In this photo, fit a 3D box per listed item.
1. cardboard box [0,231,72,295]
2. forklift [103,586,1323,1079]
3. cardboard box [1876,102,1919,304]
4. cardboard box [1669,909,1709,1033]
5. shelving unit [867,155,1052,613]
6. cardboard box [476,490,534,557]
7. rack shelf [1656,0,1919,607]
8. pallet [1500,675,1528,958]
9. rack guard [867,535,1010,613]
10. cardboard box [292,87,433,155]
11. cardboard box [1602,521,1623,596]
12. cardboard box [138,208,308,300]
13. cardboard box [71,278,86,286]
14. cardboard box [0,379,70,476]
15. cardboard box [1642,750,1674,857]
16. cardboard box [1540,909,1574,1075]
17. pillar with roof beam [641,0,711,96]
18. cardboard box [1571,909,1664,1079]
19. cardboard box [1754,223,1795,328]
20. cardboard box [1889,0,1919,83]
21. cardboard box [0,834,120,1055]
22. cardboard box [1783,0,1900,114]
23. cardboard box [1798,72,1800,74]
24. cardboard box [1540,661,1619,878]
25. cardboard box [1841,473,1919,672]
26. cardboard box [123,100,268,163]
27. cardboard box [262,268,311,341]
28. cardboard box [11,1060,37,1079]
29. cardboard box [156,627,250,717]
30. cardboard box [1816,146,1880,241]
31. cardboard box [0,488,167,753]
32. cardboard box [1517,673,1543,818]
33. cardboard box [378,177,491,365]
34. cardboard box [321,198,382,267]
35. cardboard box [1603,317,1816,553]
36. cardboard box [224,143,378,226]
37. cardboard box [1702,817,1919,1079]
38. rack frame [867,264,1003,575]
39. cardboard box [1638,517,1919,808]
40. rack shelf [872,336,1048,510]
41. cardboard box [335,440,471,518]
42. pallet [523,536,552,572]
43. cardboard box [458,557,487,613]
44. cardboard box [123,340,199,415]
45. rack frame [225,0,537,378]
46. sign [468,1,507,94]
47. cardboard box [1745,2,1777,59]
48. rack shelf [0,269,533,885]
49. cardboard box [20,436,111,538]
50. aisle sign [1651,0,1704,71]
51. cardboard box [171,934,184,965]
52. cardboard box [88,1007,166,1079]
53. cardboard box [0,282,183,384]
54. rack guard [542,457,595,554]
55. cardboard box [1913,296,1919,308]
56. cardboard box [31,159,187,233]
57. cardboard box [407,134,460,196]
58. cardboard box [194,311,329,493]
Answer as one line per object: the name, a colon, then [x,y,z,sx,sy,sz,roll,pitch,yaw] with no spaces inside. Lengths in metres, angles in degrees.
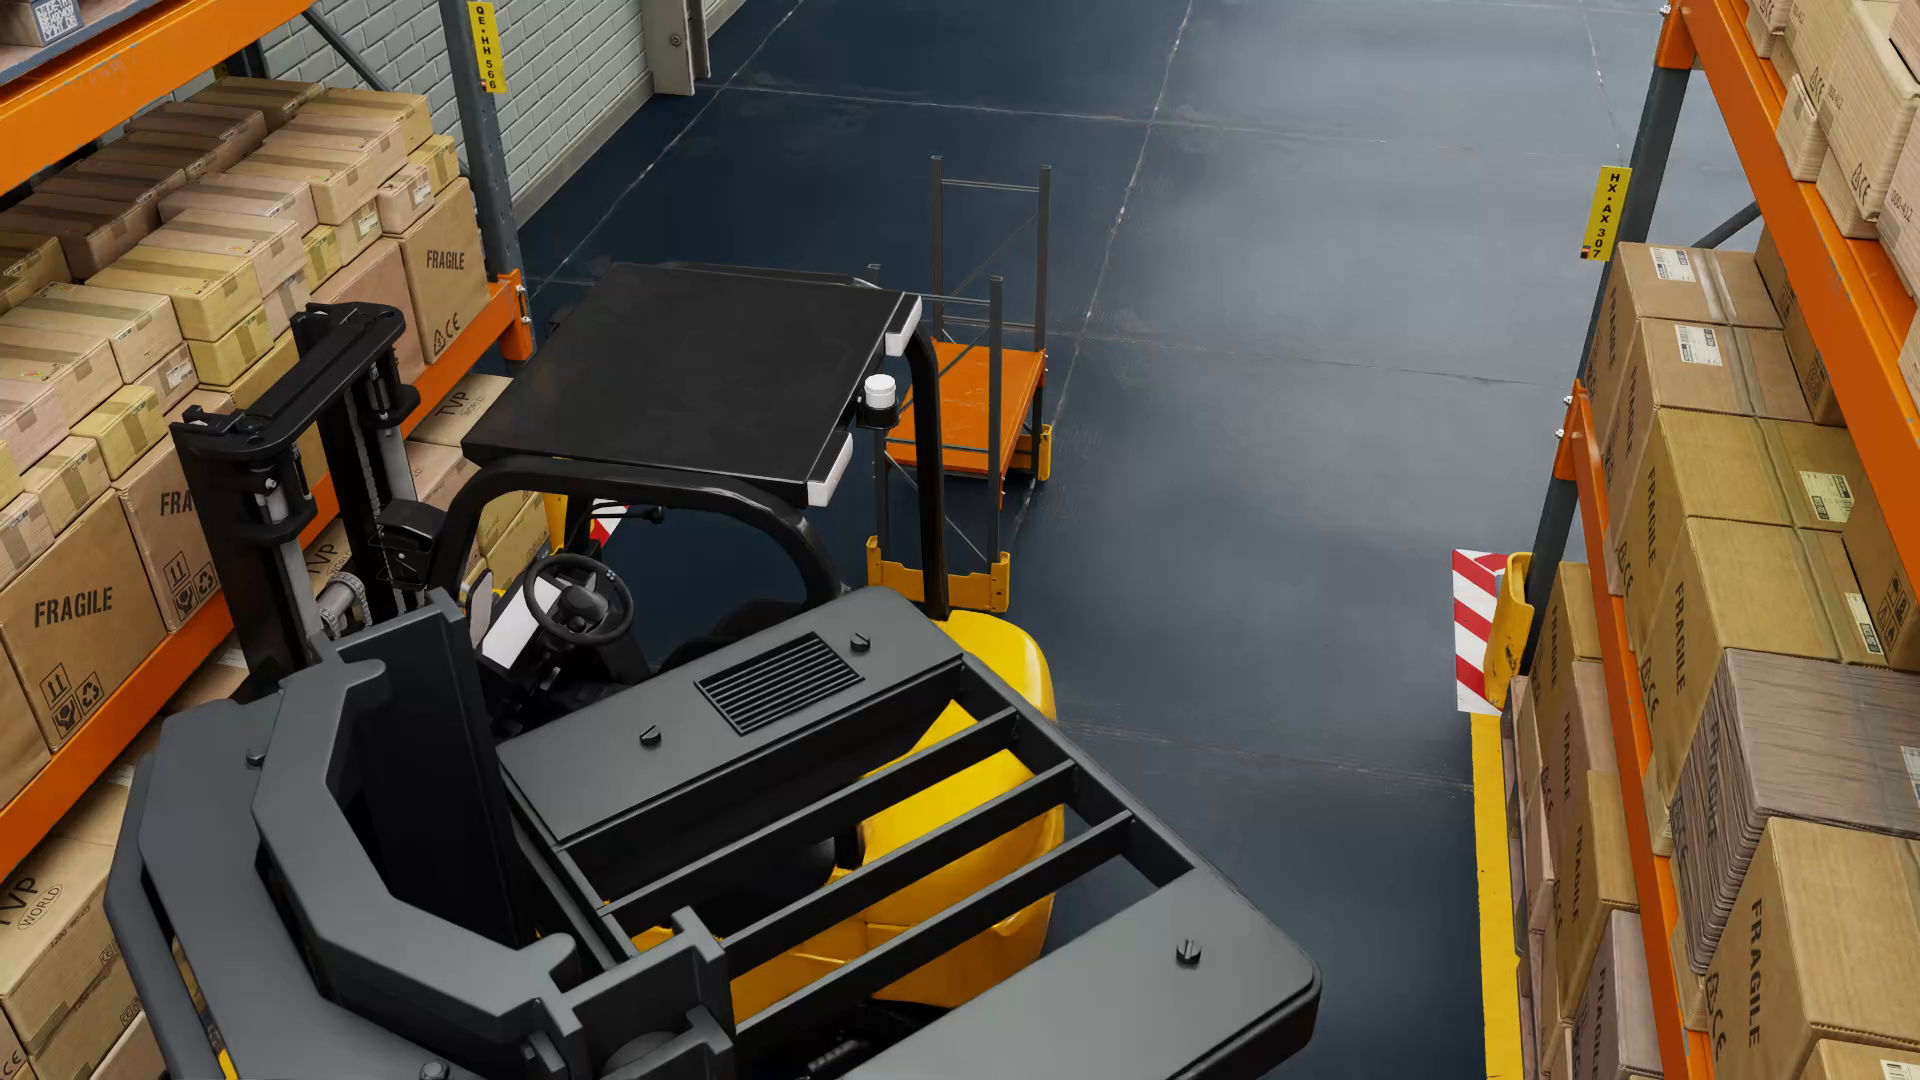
cardboard box: [-2.875,-0.790,4.892,0.380,0.149,0.250,6,36,9]
forklift: [-0.188,1.312,2.943,3.031,2.935,1.130,-23,42,-28]
cardboard box: [1.845,-0.491,2.690,0.500,0.250,0.500,7,36,9]
cardboard box: [1.768,0.947,3.602,0.380,0.149,0.250,7,36,9]
shelving unit: [0.016,-0.651,6.870,0.587,1.500,1.083,7,37,10]
cardboard box: [-2.011,-0.204,6.535,0.500,0.250,0.500,7,36,9]
rack shelf: [2.211,-0.420,3.330,1.077,0.370,4.000,7,37,10]
pallet: [2.414,0.991,5.703,1.003,0.211,1.213,7,37,10]
rack guard: [-0.090,0.141,6.843,0.587,0.250,0.087,7,37,10]
cardboard box: [-2.083,-1.455,5.810,0.380,0.149,0.250,7,37,10]
cardboard box: [2.088,0.056,4.831,0.380,0.149,0.250,8,37,11]
cardboard box: [-2.207,-0.860,4.988,0.380,0.149,0.250,8,37,11]
cardboard box: [-2.828,-0.830,5.202,0.380,0.149,0.250,8,37,10]
cardboard box: [-2.511,-0.287,4.199,0.380,0.149,0.250,7,37,10]
cardboard box: [1.872,0.652,4.009,0.380,0.149,0.250,8,37,10]
cardboard box: [1.975,1.334,4.838,0.500,0.250,0.500,10,37,13]
pillar with roof beam: [2.246,-6.306,8.283,9.100,9.000,0.400,7,37,10]
cardboard box: [1.863,1.333,4.202,0.500,0.500,0.500,9,37,12]
cardboard box: [2.742,-0.889,4.729,0.700,0.500,0.500,6,36,9]
cardboard box: [1.876,-0.895,2.908,0.380,0.149,0.250,8,37,11]
cardboard box: [-2.537,1.039,4.394,0.500,0.250,0.500,7,37,10]
cardboard box: [2.067,-1.076,3.496,0.500,0.250,0.500,8,37,11]
cardboard box: [2.109,-0.999,3.731,0.380,0.149,0.250,6,36,9]
cardboard box: [2.084,0.738,5.021,0.500,0.500,0.500,6,36,8]
cardboard box: [2.376,-0.025,3.538,0.700,0.500,0.500,7,37,10]
cardboard box: [-2.610,-1.376,5.701,0.380,0.149,0.250,9,37,12]
cardboard box: [-2.228,-0.741,5.079,0.380,0.149,0.250,6,36,8]
cardboard box: [-2.661,1.532,4.139,0.500,0.250,0.500,7,37,10]
cardboard box: [-2.323,0.452,5.203,0.500,0.250,0.500,7,36,9]
cardboard box: [1.961,-0.709,3.330,0.380,0.149,0.250,6,36,9]
cardboard box: [-2.514,0.177,4.365,0.500,0.500,0.500,7,37,10]
cardboard box: [2.195,0.728,5.675,0.500,0.250,0.500,7,37,10]
cardboard box: [-2.061,-0.988,5.973,0.500,0.500,0.500,7,36,9]
cardboard box: [-2.153,-1.041,5.492,0.380,0.149,0.250,8,37,11]
cardboard box: [2.158,-0.270,4.728,0.500,0.500,0.500,8,37,11]
cardboard box: [-2.134,-1.156,5.398,0.380,0.149,0.250,8,37,11]
cardboard box: [1.739,0.907,3.103,0.500,0.500,0.500,9,37,12]
rack frame: [-0.090,-0.365,6.475,0.500,1.500,0.032,7,37,10]
cardboard box: [1.950,0.315,3.921,0.500,0.500,0.500,7,36,9]
rack shelf: [0.018,-0.511,6.983,0.538,0.185,1.000,7,37,10]
cardboard box: [-2.109,-0.128,6.004,0.500,0.250,0.500,8,37,11]
pallet: [-2.334,0.310,6.643,1.003,0.211,1.213,7,37,10]
cardboard box: [-2.119,0.273,6.302,0.500,0.250,0.500,7,37,10]
cardboard box: [-2.404,-0.462,4.693,0.380,0.149,0.250,7,37,10]
rack frame: [-2.212,-1.263,6.437,1.000,3.000,0.127,7,37,10]
sign: [-1.685,-1.752,5.923,0.100,0.325,0.005,7,37,10]
cardboard box: [2.191,-1.297,4.142,0.380,0.149,0.250,8,37,11]
rack shelf: [-2.639,0.175,5.066,1.077,0.370,4.000,7,37,10]
cardboard box: [-2.440,-0.153,4.267,0.380,0.149,0.250,6,36,8]
aisle sign: [2.348,-1.770,4.921,0.394,0.787,0.004,7,37,10]
cardboard box: [-2.437,0.957,4.933,0.500,0.250,0.500,7,37,10]
cardboard box: [-2.546,1.445,4.686,0.500,0.250,0.500,7,36,9]
cardboard box: [-2.405,-0.575,4.596,0.380,0.149,0.250,8,37,11]
rack guard: [-2.207,-0.265,7.189,1.175,0.500,0.348,7,37,10]
cardboard box: [1.925,-0.408,2.915,0.380,0.149,0.250,8,37,11]
cardboard box: [-2.691,-1.082,5.295,0.380,0.149,0.250,8,37,10]
cardboard box: [-2.012,-1.332,5.894,0.380,0.149,0.250,8,37,11]
cardboard box: [-2.290,-0.398,5.158,0.500,0.500,0.500,7,36,9]
